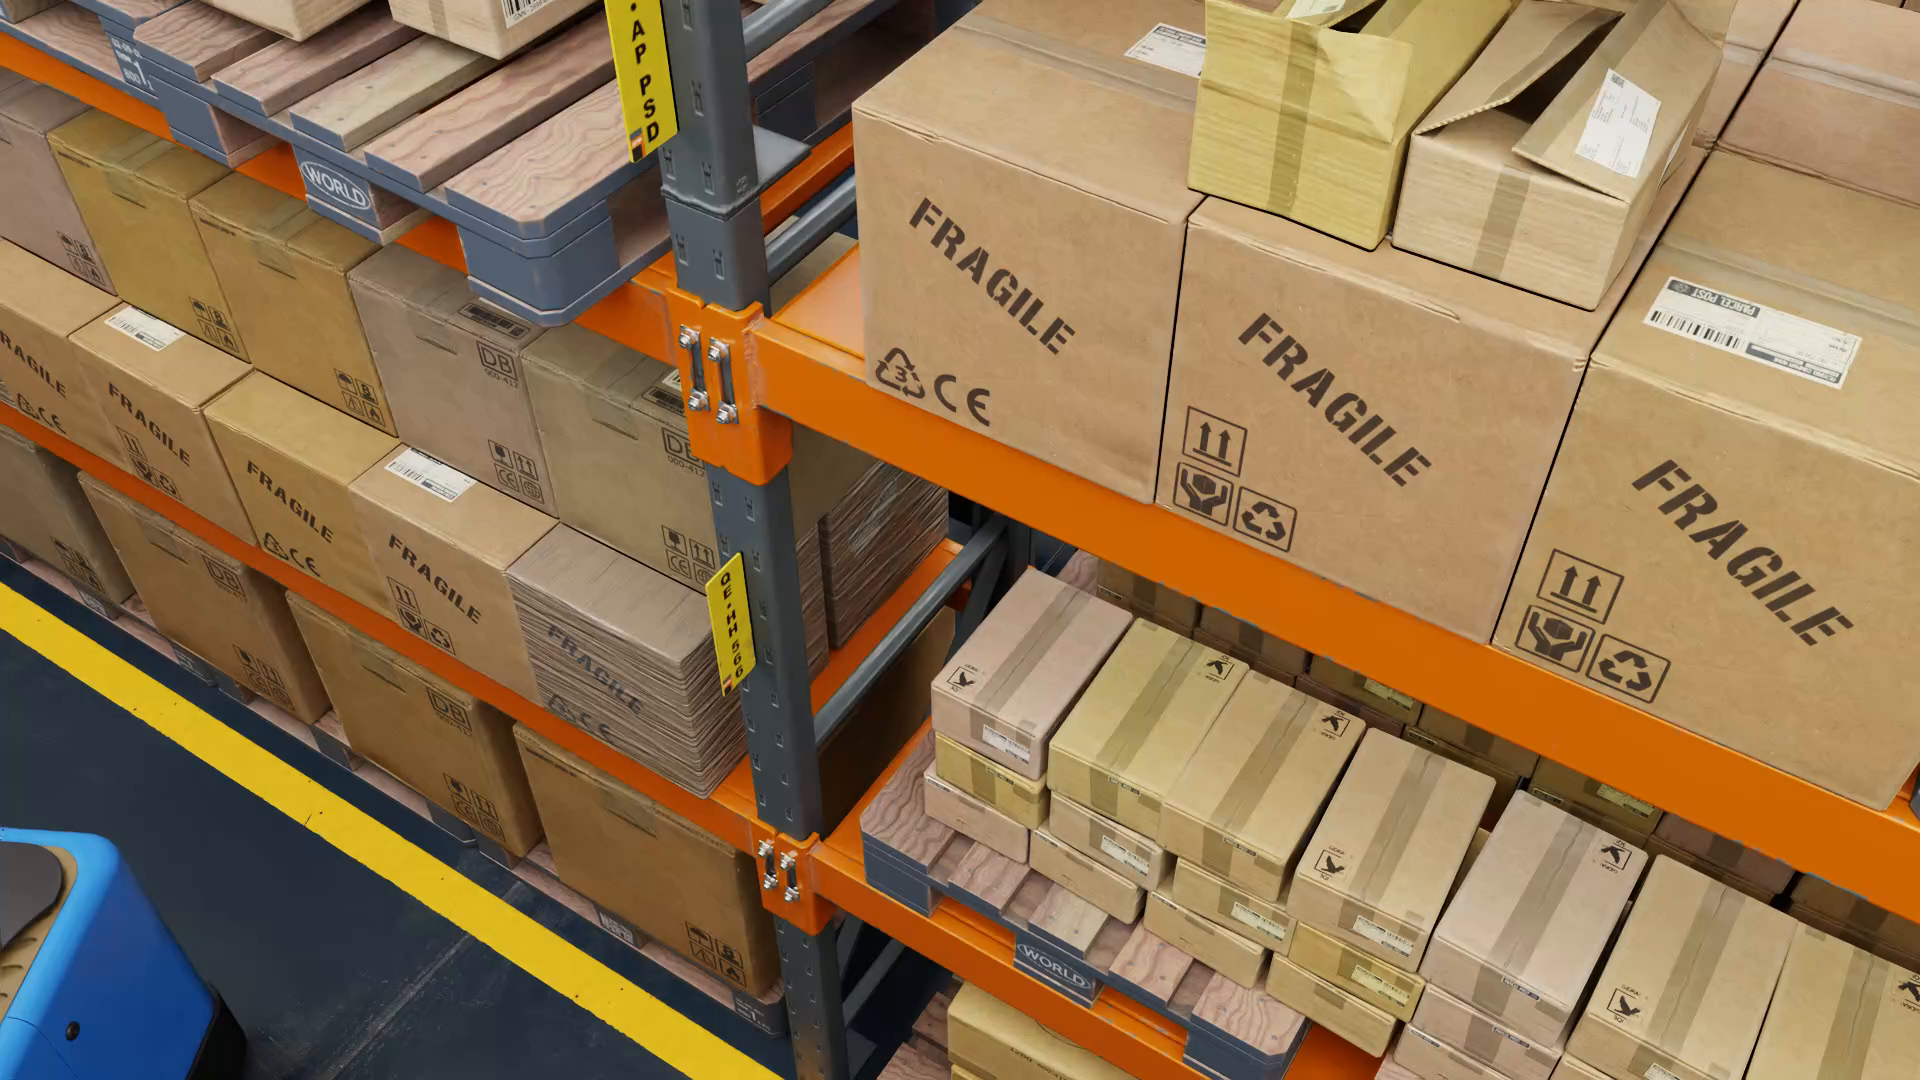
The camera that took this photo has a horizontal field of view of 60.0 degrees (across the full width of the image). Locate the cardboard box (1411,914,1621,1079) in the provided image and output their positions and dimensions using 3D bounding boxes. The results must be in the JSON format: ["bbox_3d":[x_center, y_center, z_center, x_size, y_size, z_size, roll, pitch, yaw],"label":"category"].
[{"bbox_3d":[1.035,0.779,3.077,0.250,0.149,0.380,25,51,22],"label":"cardboard box"}]

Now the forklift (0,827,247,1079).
[{"bbox_3d":[-3.575,0.709,3.518,3.031,2.935,1.130,3,46,3],"label":"forklift"}]

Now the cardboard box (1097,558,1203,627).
[{"bbox_3d":[0.521,-0.013,3.846,0.250,0.149,0.380,26,51,23],"label":"cardboard box"}]

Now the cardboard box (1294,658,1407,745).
[{"bbox_3d":[0.947,0.285,3.764,0.250,0.149,0.380,26,51,23],"label":"cardboard box"}]

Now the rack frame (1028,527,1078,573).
[{"bbox_3d":[0.345,-0.573,5.343,0.015,2.100,0.400,25,51,22],"label":"rack frame"}]

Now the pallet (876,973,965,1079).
[{"bbox_3d":[0.516,1.509,4.637,1.213,0.211,1.003,25,51,22],"label":"pallet"}]

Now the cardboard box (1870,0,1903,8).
[{"bbox_3d":[3.320,-2.206,6.232,0.500,0.500,0.500,23,50,21],"label":"cardboard box"}]

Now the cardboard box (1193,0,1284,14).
[{"bbox_3d":[0.477,-0.779,2.754,0.500,0.500,0.500,25,51,22],"label":"cardboard box"}]

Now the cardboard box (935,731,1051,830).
[{"bbox_3d":[0.158,0.379,3.465,0.250,0.149,0.380,27,52,24],"label":"cardboard box"}]

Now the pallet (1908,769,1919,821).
[{"bbox_3d":[1.889,0.099,2.102,1.003,0.211,1.213,25,51,22],"label":"pallet"}]

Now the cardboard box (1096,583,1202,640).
[{"bbox_3d":[0.523,0.088,3.955,0.250,0.149,0.380,26,51,23],"label":"cardboard box"}]

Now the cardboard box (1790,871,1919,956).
[{"bbox_3d":[1.825,0.585,3.265,0.250,0.149,0.380,24,50,21],"label":"cardboard box"}]

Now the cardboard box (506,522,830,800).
[{"bbox_3d":[-0.665,0.186,3.908,0.500,0.500,0.500,25,51,22],"label":"cardboard box"}]

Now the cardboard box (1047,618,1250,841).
[{"bbox_3d":[0.371,0.366,3.271,0.250,0.149,0.380,23,50,21],"label":"cardboard box"}]

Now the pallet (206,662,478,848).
[{"bbox_3d":[-1.786,0.381,5.732,1.213,0.211,1.003,25,51,22],"label":"pallet"}]

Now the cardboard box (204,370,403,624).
[{"bbox_3d":[-1.505,-0.201,4.284,0.500,0.500,0.500,24,50,21],"label":"cardboard box"}]

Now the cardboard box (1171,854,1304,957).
[{"bbox_3d":[0.614,0.584,3.266,0.250,0.149,0.380,23,50,21],"label":"cardboard box"}]

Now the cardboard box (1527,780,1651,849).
[{"bbox_3d":[1.383,0.487,3.568,0.250,0.149,0.380,23,50,20],"label":"cardboard box"}]

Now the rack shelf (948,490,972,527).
[{"bbox_3d":[0.139,-0.170,5.946,0.480,0.518,0.431,25,51,22],"label":"rack shelf"}]

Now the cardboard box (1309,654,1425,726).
[{"bbox_3d":[0.969,0.190,3.649,0.250,0.149,0.380,26,51,23],"label":"cardboard box"}]

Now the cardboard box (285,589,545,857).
[{"bbox_3d":[-1.342,0.244,5.197,0.750,0.750,1.050,25,51,23],"label":"cardboard box"}]

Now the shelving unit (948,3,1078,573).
[{"bbox_3d":[0.139,-0.668,5.435,0.503,2.100,0.431,25,51,22],"label":"shelving unit"}]

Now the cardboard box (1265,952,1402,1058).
[{"bbox_3d":[0.808,0.781,3.282,0.250,0.149,0.380,27,52,24],"label":"cardboard box"}]

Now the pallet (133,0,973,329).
[{"bbox_3d":[-0.711,-0.963,3.135,1.003,0.211,1.213,27,52,24],"label":"pallet"}]

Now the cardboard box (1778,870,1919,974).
[{"bbox_3d":[1.831,0.691,3.369,0.250,0.149,0.380,23,50,20],"label":"cardboard box"}]

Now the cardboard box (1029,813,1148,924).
[{"bbox_3d":[0.353,0.574,3.483,0.250,0.149,0.380,27,52,24],"label":"cardboard box"}]

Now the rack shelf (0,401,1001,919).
[{"bbox_3d":[-1.824,-0.290,4.942,4.000,0.370,1.077,25,51,22],"label":"rack shelf"}]

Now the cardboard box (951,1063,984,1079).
[{"bbox_3d":[0.317,1.386,4.262,0.500,0.500,0.500,23,50,21],"label":"cardboard box"}]

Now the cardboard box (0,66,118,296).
[{"bbox_3d":[-2.227,-1.116,4.476,0.500,0.500,0.700,25,51,22],"label":"cardboard box"}]

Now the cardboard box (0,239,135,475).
[{"bbox_3d":[-2.366,-0.594,4.666,0.500,0.500,0.500,24,51,22],"label":"cardboard box"}]

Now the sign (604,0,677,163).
[{"bbox_3d":[-0.447,-0.688,2.320,0.005,0.325,0.100,25,51,22],"label":"sign"}]

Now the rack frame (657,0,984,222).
[{"bbox_3d":[-0.141,-1.857,1.780,0.127,3.000,1.000,25,51,22],"label":"rack frame"}]

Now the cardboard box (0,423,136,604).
[{"bbox_3d":[-2.937,-0.492,5.912,0.750,0.750,1.050,24,51,22],"label":"cardboard box"}]

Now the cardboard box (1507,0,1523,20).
[{"bbox_3d":[0.780,-0.924,2.362,0.258,0.266,0.396,25,51,22],"label":"cardboard box"}]

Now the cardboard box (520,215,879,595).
[{"bbox_3d":[-0.513,-0.330,3.712,0.500,0.500,0.700,24,51,22],"label":"cardboard box"}]

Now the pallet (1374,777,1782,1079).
[{"bbox_3d":[1.548,1.042,3.280,1.213,0.211,1.003,25,51,22],"label":"pallet"}]

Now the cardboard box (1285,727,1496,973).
[{"bbox_3d":[0.798,0.566,3.076,0.250,0.149,0.380,23,50,21],"label":"cardboard box"}]

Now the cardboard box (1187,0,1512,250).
[{"bbox_3d":[0.485,-0.591,2.038,0.258,0.266,0.396,25,51,22],"label":"cardboard box"}]

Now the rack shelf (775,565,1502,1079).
[{"bbox_3d":[1.543,1.258,3.437,4.000,0.370,1.077,25,51,22],"label":"rack shelf"}]

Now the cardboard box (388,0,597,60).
[{"bbox_3d":[-0.764,-1.011,2.850,0.250,0.166,0.380,25,51,22],"label":"cardboard box"}]

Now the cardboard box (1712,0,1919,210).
[{"bbox_3d":[1.324,-0.397,2.383,0.500,0.500,0.500,25,51,22],"label":"cardboard box"}]

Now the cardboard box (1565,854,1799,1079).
[{"bbox_3d":[1.251,0.771,2.877,0.250,0.149,0.380,26,51,23],"label":"cardboard box"}]

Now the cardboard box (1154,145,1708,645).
[{"bbox_3d":[0.621,-0.276,2.265,0.500,0.500,0.500,25,51,22],"label":"cardboard box"}]

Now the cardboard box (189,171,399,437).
[{"bbox_3d":[-1.373,-0.722,4.093,0.500,0.500,0.700,24,50,22],"label":"cardboard box"}]

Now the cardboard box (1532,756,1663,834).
[{"bbox_3d":[1.388,0.385,3.459,0.250,0.149,0.380,24,51,22],"label":"cardboard box"}]
